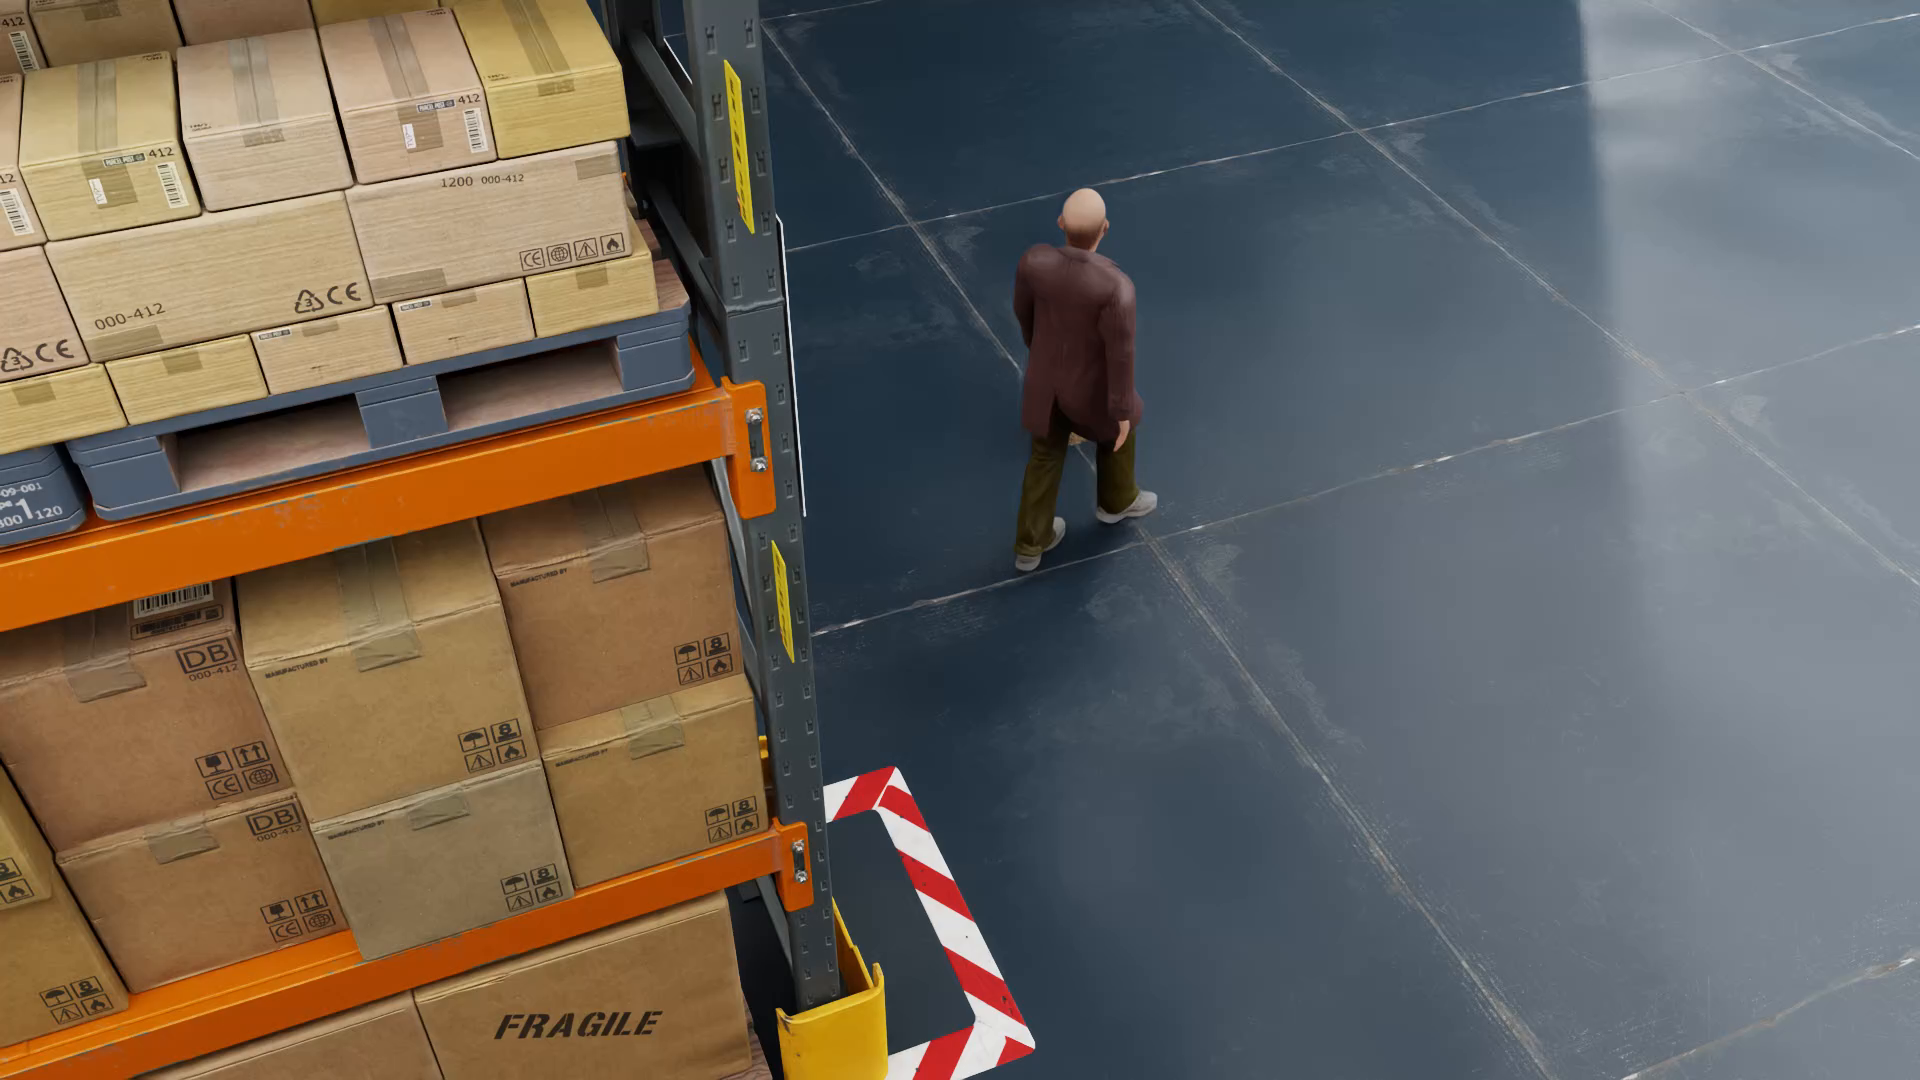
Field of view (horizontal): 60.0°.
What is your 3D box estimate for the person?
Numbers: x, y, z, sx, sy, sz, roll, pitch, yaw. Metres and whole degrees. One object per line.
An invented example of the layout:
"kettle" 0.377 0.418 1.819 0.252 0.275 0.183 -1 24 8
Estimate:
"person" 0.530 -0.628 7.041 0.653 1.588 0.812 22 46 23
